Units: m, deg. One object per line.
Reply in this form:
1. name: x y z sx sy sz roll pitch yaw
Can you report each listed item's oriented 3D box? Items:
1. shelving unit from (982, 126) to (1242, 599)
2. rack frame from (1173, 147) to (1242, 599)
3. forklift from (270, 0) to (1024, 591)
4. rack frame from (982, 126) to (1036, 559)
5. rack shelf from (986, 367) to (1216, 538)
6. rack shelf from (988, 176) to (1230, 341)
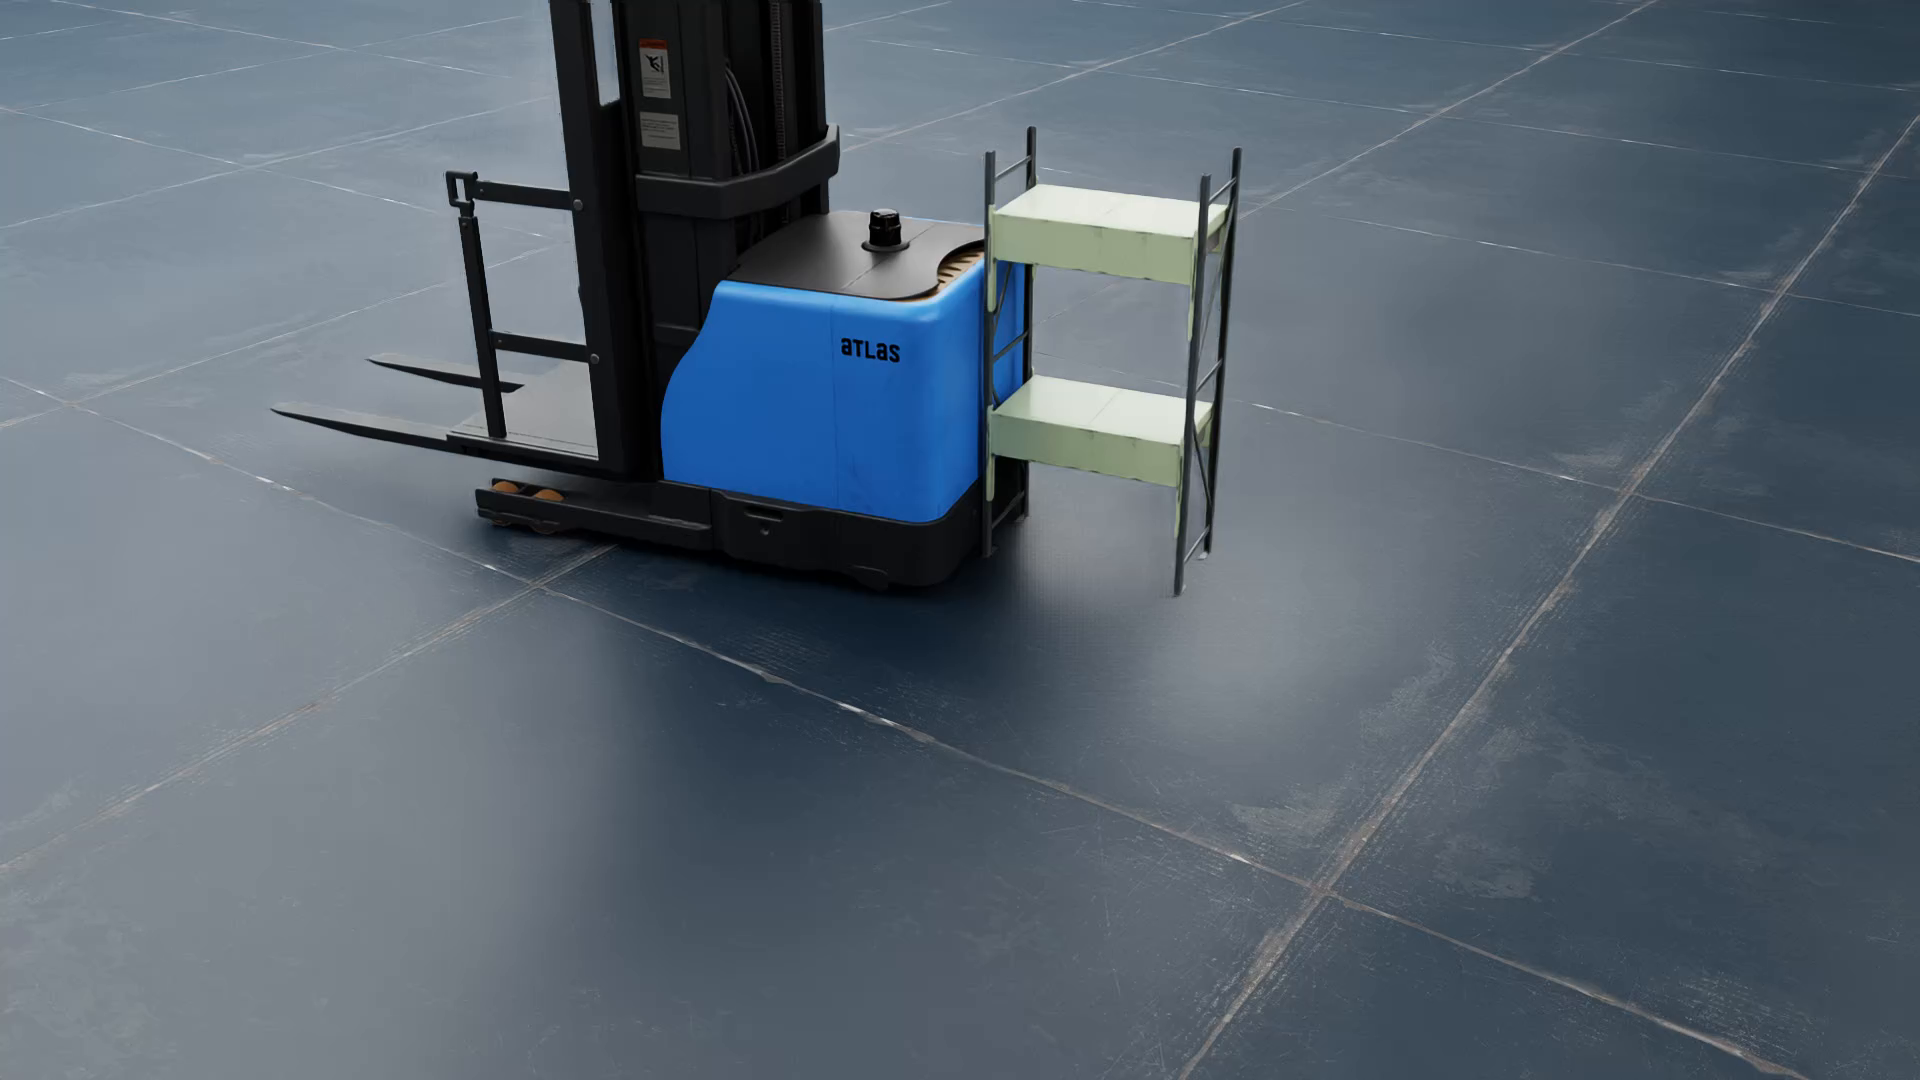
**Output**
1. shelving unit: 0.507 -0.615 5.804 0.755 1.500 0.431 11 29 21
2. rack frame: 0.842 -0.547 5.671 0.023 1.500 0.400 11 29 21
3. forklift: -1.301 -1.537 6.039 3.031 2.935 1.130 10 29 19
4. rack frame: 0.173 -0.683 5.938 0.023 1.500 0.400 11 29 21
5. rack shelf: 0.507 -0.324 5.952 0.720 0.370 0.431 11 29 21
6. rack shelf: 0.507 -0.963 5.627 0.720 0.370 0.431 11 29 21
